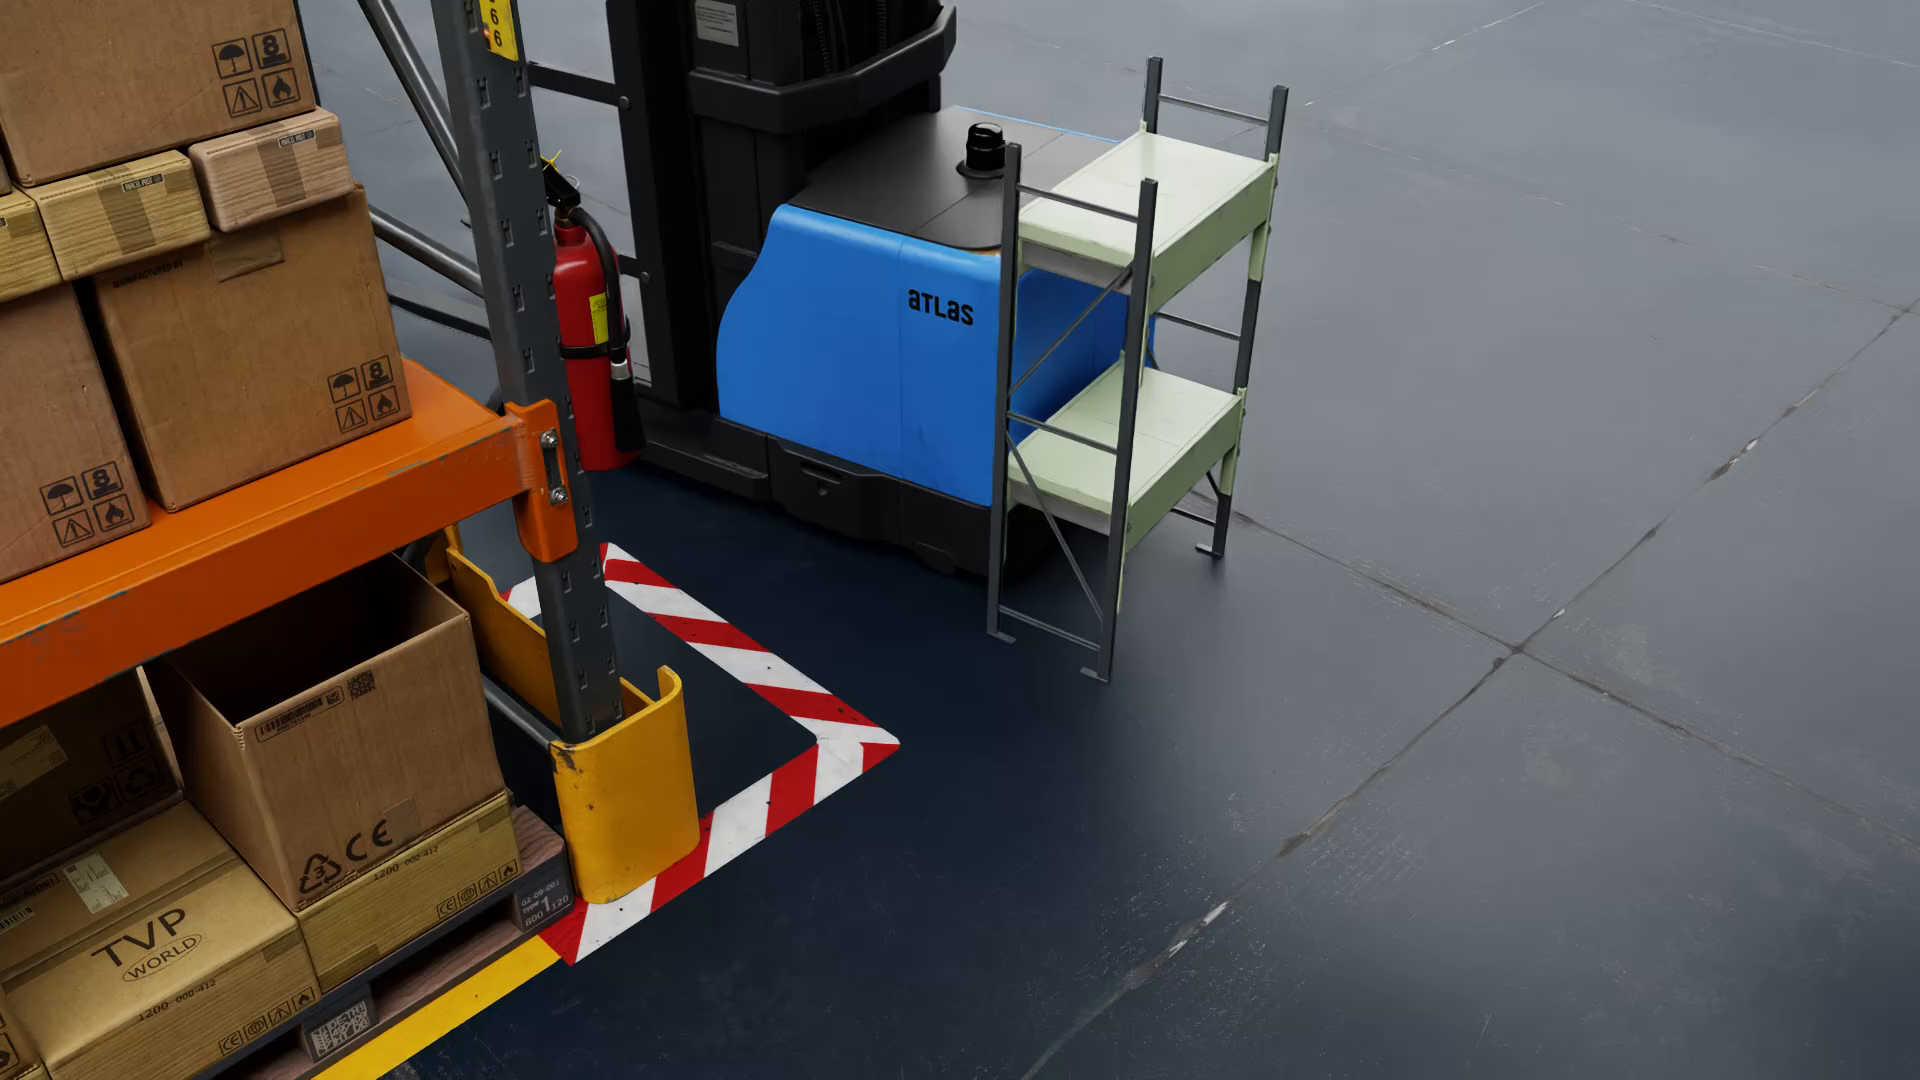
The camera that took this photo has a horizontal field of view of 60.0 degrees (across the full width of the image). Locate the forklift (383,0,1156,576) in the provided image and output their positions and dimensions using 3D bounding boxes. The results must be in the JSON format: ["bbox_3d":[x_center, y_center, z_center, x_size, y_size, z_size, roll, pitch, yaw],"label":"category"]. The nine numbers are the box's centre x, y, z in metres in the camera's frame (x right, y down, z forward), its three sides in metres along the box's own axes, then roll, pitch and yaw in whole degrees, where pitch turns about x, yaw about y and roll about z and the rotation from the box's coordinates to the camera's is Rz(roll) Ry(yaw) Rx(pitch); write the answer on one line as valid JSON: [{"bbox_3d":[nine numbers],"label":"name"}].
[{"bbox_3d":[-0.875,-1.721,5.156,3.031,2.935,1.130,19,39,26],"label":"forklift"}]

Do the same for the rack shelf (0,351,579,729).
[{"bbox_3d":[-2.586,0.473,2.579,1.077,0.370,4.000,30,45,35],"label":"rack shelf"}]

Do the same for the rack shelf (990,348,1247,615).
[{"bbox_3d":[0.459,-0.186,4.765,0.431,0.370,0.720,22,40,26],"label":"rack shelf"}]

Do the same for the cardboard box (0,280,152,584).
[{"bbox_3d":[-1.882,-0.276,2.936,0.500,0.500,0.700,-29,44,-35],"label":"cardboard box"}]

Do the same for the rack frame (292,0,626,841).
[{"bbox_3d":[-1.177,-0.634,3.538,1.000,3.000,0.127,30,45,35],"label":"rack frame"}]

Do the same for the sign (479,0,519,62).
[{"bbox_3d":[-0.802,-0.982,2.817,0.100,0.325,0.005,30,45,35],"label":"sign"}]

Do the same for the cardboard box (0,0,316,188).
[{"bbox_3d":[-1.552,-1.002,2.843,0.500,0.500,0.700,-30,45,-35],"label":"cardboard box"}]

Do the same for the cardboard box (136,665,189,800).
[{"bbox_3d":[-1.713,0.449,4.020,0.500,0.250,0.500,30,45,35],"label":"cardboard box"}]

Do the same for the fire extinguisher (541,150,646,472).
[{"bbox_3d":[-0.764,-0.463,3.360,0.296,0.674,0.183,30,45,35],"label":"fire extinguisher"}]

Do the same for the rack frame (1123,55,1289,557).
[{"bbox_3d":[0.665,-0.626,4.827,0.400,1.500,0.023,22,40,26],"label":"rack frame"}]

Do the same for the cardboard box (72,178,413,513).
[{"bbox_3d":[-1.515,-0.491,3.245,0.700,0.500,0.500,30,45,35],"label":"cardboard box"}]

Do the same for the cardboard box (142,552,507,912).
[{"bbox_3d":[-1.344,0.351,3.505,0.500,0.500,0.500,30,45,35],"label":"cardboard box"}]

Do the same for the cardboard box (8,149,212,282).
[{"bbox_3d":[-1.494,-0.603,2.838,0.250,0.149,0.380,-29,44,-35],"label":"cardboard box"}]

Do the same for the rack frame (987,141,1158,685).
[{"bbox_3d":[0.266,-0.275,4.324,0.400,1.500,0.023,22,40,26],"label":"rack frame"}]

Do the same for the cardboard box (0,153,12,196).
[{"bbox_3d":[-1.919,-0.786,2.533,0.700,0.500,0.500,28,44,34],"label":"cardboard box"}]

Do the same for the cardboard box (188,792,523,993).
[{"bbox_3d":[-1.345,0.658,3.721,0.500,0.250,0.500,30,45,35],"label":"cardboard box"}]

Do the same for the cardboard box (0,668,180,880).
[{"bbox_3d":[-2.064,0.345,3.514,0.500,0.500,0.500,30,45,35],"label":"cardboard box"}]

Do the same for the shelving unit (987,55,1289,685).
[{"bbox_3d":[0.466,-0.451,4.575,0.431,1.500,0.755,22,40,26],"label":"shelving unit"}]

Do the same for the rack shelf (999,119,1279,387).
[{"bbox_3d":[0.473,-0.768,4.348,0.431,0.370,0.720,22,40,26],"label":"rack shelf"}]

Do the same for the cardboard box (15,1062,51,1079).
[{"bbox_3d":[-2.040,1.069,3.131,0.500,0.250,0.500,30,45,35],"label":"cardboard box"}]

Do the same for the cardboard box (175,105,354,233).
[{"bbox_3d":[-1.311,-0.710,2.991,0.380,0.149,0.250,29,44,35],"label":"cardboard box"}]

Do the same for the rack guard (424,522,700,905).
[{"bbox_3d":[-1.160,0.381,4.267,1.175,0.500,0.348,30,45,35],"label":"rack guard"}]

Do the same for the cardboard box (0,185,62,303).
[{"bbox_3d":[-1.675,-0.499,2.689,0.380,0.149,0.250,29,44,35],"label":"cardboard box"}]

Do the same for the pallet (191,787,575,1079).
[{"bbox_3d":[-1.686,0.837,3.866,1.003,0.211,1.213,30,45,35],"label":"pallet"}]

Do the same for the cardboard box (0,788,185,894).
[{"bbox_3d":[-2.062,0.654,3.727,0.500,0.250,0.500,30,45,35],"label":"cardboard box"}]

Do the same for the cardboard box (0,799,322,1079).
[{"bbox_3d":[-1.689,0.866,3.423,0.500,0.250,0.500,30,45,35],"label":"cardboard box"}]

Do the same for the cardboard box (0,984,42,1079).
[{"bbox_3d":[-2.038,0.763,2.915,0.500,0.500,0.500,30,45,35],"label":"cardboard box"}]
